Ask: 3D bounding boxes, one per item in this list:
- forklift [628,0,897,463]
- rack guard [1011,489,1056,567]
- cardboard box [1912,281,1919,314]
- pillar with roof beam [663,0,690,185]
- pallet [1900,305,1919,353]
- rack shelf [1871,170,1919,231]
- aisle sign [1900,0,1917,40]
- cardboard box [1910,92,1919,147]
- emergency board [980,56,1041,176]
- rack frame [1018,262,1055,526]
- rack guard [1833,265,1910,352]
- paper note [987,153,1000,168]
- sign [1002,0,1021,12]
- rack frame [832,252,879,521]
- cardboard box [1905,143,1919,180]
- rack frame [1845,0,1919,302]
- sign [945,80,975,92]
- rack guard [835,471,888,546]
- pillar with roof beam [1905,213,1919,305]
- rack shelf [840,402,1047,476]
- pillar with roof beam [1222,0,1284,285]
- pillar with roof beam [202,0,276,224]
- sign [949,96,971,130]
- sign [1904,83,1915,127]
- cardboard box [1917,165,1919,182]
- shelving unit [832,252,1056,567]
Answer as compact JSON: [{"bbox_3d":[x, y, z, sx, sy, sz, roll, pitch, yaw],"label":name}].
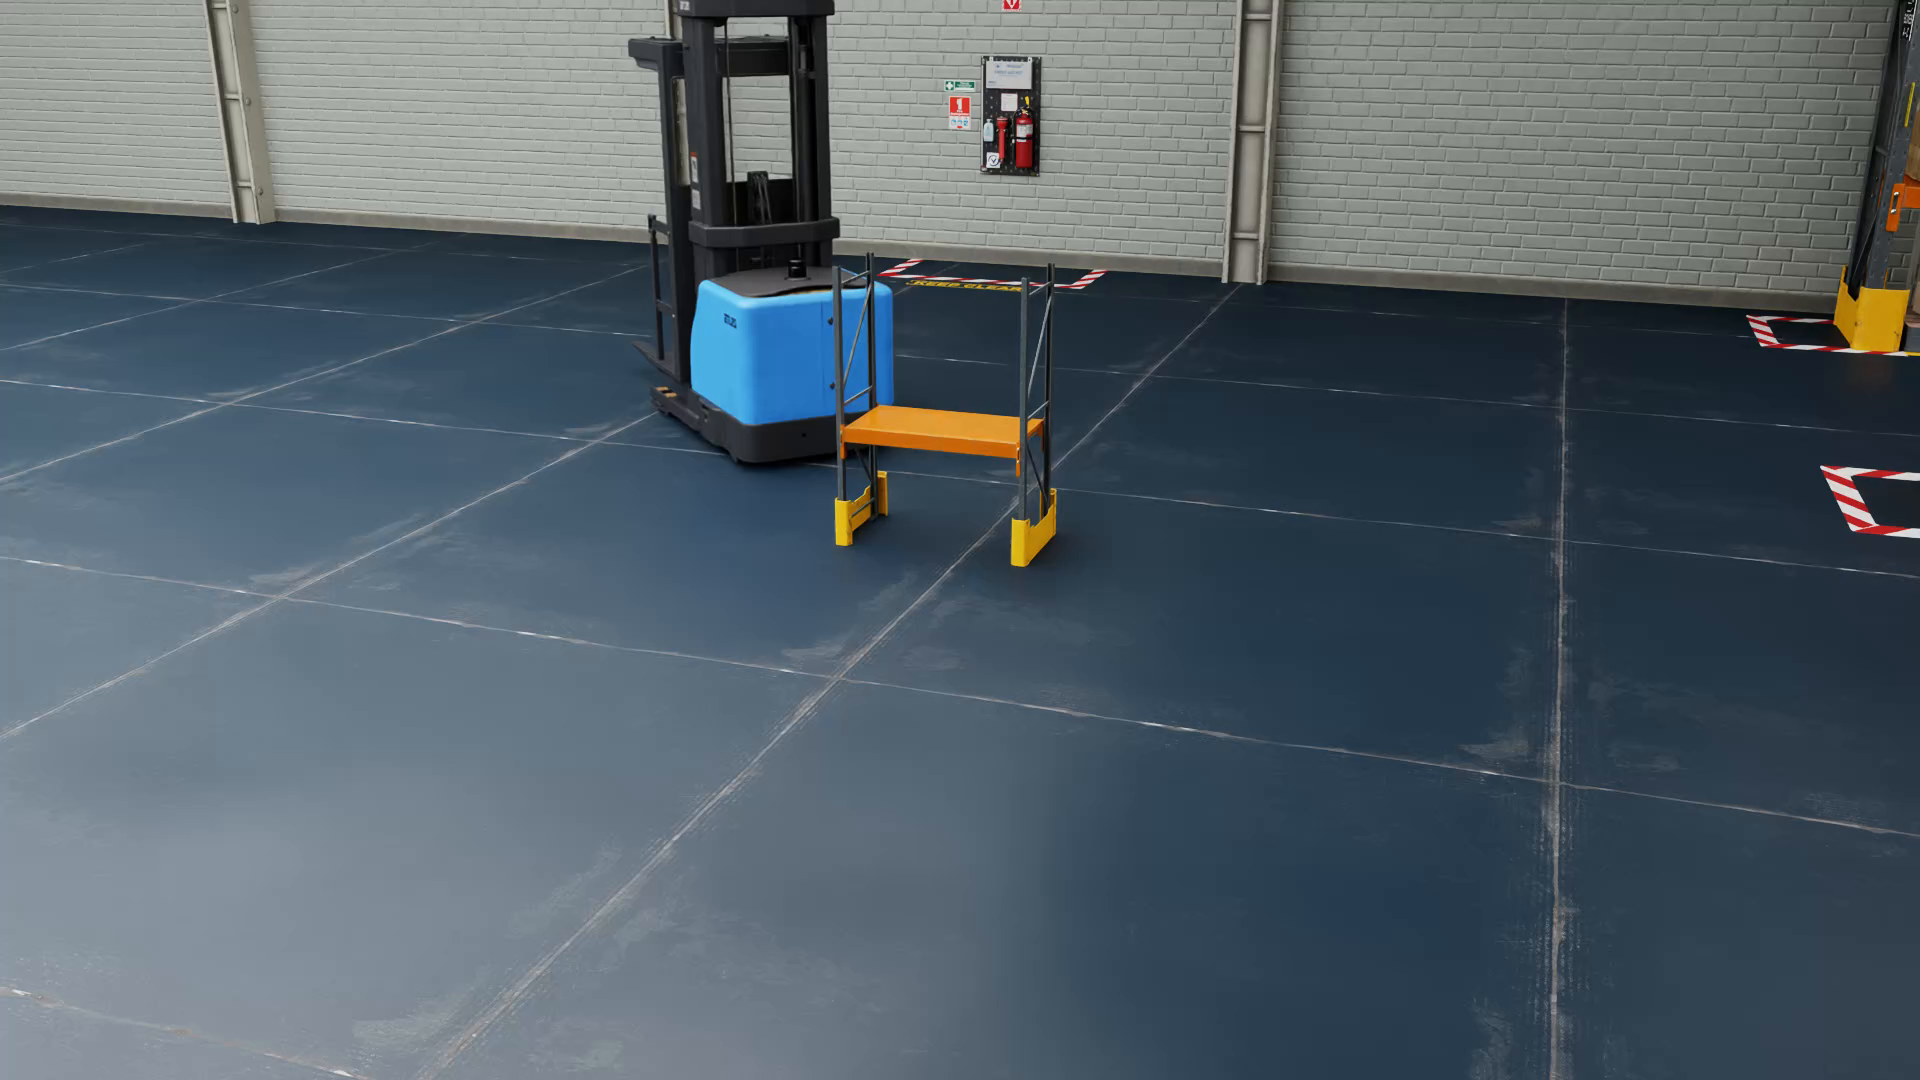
[{"bbox_3d":[-1.525,-2.300,11.220,1.130,2.935,3.031,-10,21,-25],"label":"forklift"},{"bbox_3d":[0.398,-0.072,8.904,0.087,0.250,0.587,7,20,18],"label":"rack guard"},{"bbox_3d":[8.154,-1.967,13.579,0.500,0.311,0.500,4,20,12],"label":"cardboard box"},{"bbox_3d":[-4.273,-6.116,12.949,0.400,9.000,9.100,7,20,18],"label":"pillar with roof beam"},{"bbox_3d":[8.358,-1.708,13.656,1.213,0.211,1.003,7,20,18],"label":"pallet"},{"bbox_3d":[9.420,-2.576,13.002,4.000,0.370,1.077,7,20,18],"label":"rack shelf"},{"bbox_3d":[7.364,-4.274,12.830,0.004,0.787,0.394,7,20,18],"label":"aisle sign"},{"bbox_3d":[8.045,-3.440,13.445,0.500,0.500,0.500,6,20,17],"label":"cardboard box"},{"bbox_3d":[0.486,-4.252,16.717,0.643,1.169,0.194,7,20,18],"label":"emergency board"},{"bbox_3d":[0.400,-0.663,8.698,0.032,1.500,0.500,7,20,18],"label":"rack frame"},{"bbox_3d":[7.602,-1.943,13.892,0.348,0.500,1.175,7,20,18],"label":"rack guard"},{"bbox_3d":[0.341,-3.877,16.979,0.142,0.148,0.016,7,20,18],"label":"paper note"},{"bbox_3d":[0.511,-5.379,16.427,0.199,0.298,0.001,7,20,18],"label":"sign"},{"bbox_3d":[-0.561,-0.772,9.013,0.032,1.500,0.500,7,20,18],"label":"rack frame"},{"bbox_3d":[8.035,-3.080,13.553,0.500,0.250,0.500,7,20,19],"label":"cardboard box"},{"bbox_3d":[7.530,-3.132,13.504,0.127,3.000,1.000,7,20,18],"label":"rack frame"},{"bbox_3d":[-0.001,-4.608,16.878,0.331,0.109,0.001,7,20,18],"label":"sign"},{"bbox_3d":[-0.542,-0.180,9.213,0.087,0.250,0.587,7,20,18],"label":"rack guard"},{"bbox_3d":[7.063,-4.819,9.231,0.400,9.000,9.100,7,20,18],"label":"pillar with roof beam"},{"bbox_3d":[-0.081,-0.548,8.915,1.000,0.185,0.538,7,20,18],"label":"rack shelf"},{"bbox_3d":[1.395,-5.468,11.090,0.400,9.000,9.100,7,20,18],"label":"pillar with roof beam"},{"bbox_3d":[-9.941,-6.764,14.809,0.400,9.000,9.100,7,20,18],"label":"pillar with roof beam"},{"bbox_3d":[-0.003,-4.361,16.975,0.234,0.329,0.001,7,20,18],"label":"sign"},{"bbox_3d":[7.352,-3.372,12.877,0.005,0.325,0.100,7,20,18],"label":"sign"},{"bbox_3d":[7.887,-2.919,13.091,0.500,0.250,0.500,6,20,16],"label":"cardboard box"},{"bbox_3d":[-0.072,-0.716,8.853,1.083,1.500,0.587,7,20,18],"label":"shelving unit"}]
